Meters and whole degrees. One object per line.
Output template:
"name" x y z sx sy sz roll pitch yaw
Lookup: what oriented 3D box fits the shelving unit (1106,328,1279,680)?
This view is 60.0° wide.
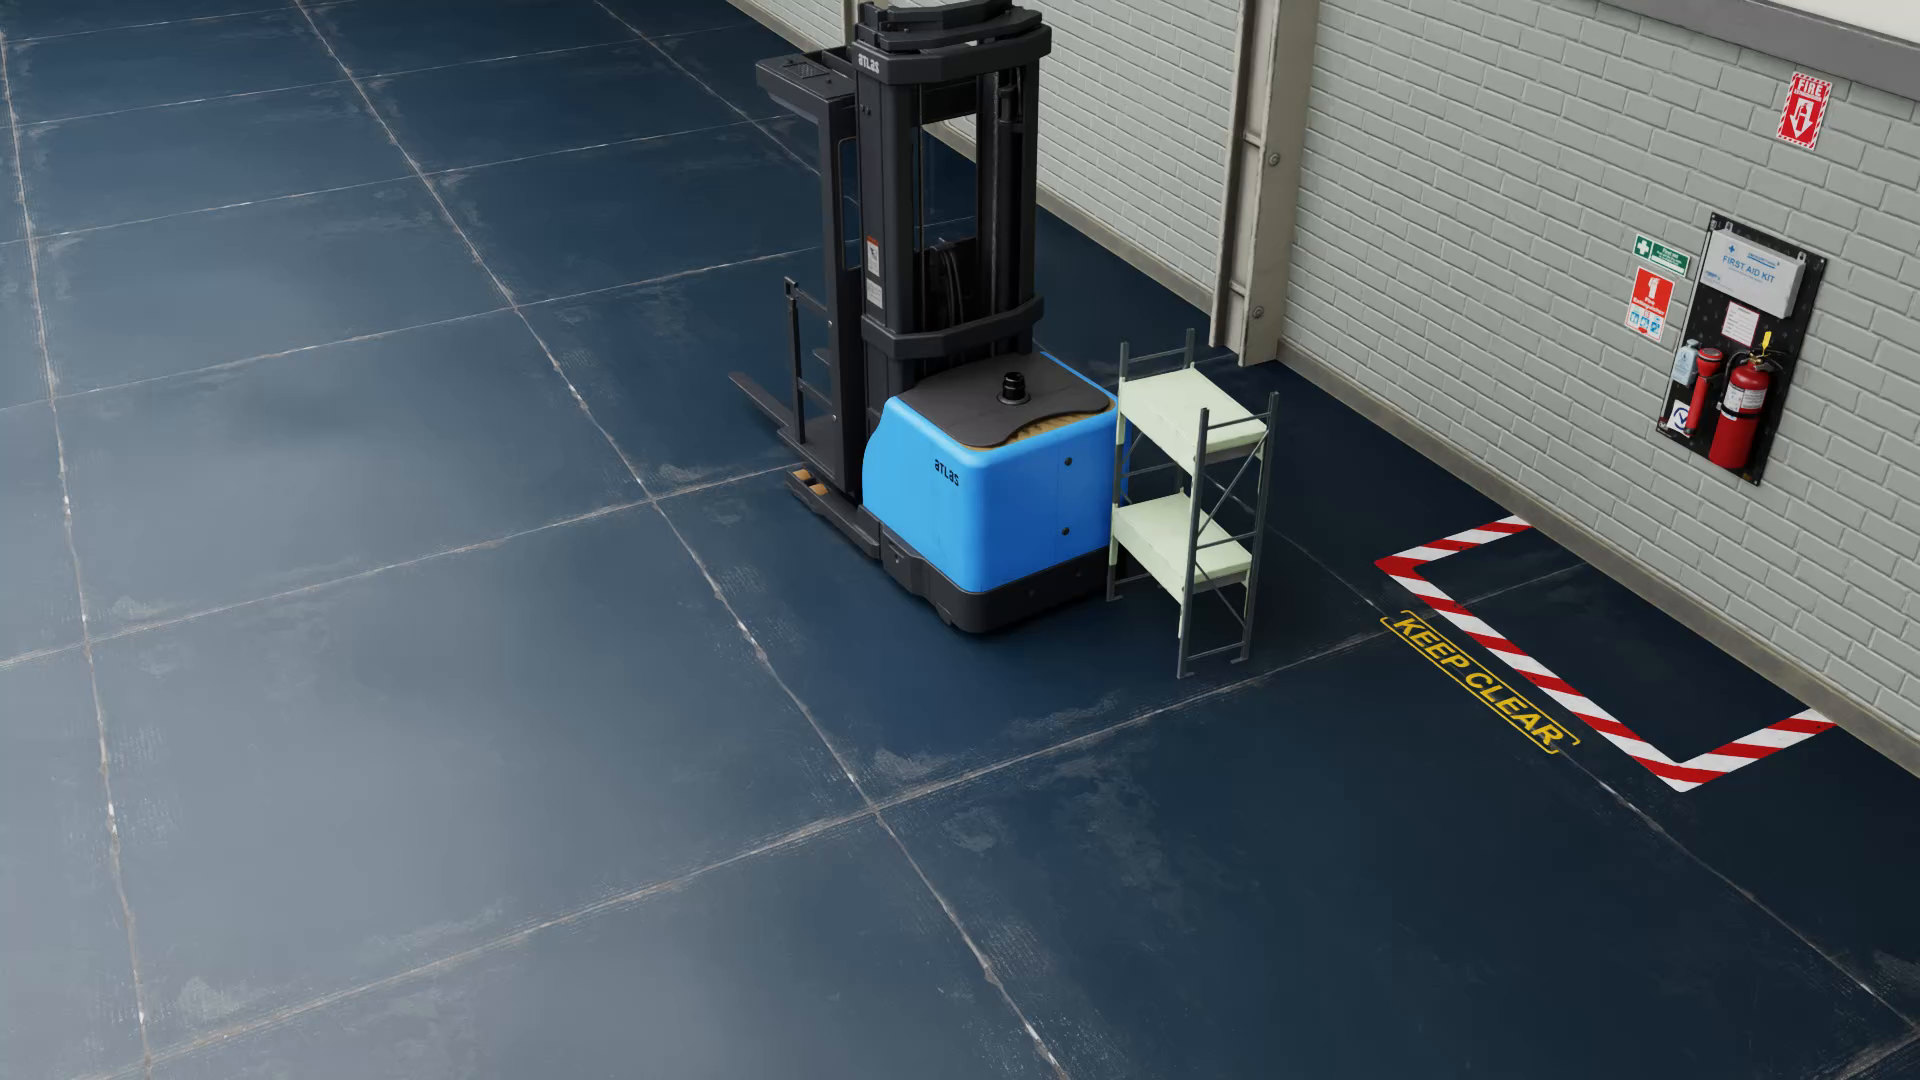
"shelving unit" 1.108 -0.173 8.148 0.431 1.500 0.755 -14 35 -20

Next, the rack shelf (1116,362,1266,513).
"rack shelf" 1.108 -0.501 7.938 0.431 0.370 0.720 -14 35 -20

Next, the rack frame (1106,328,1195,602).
"rack frame" 0.958 -0.353 8.429 0.400 1.500 0.023 -14 35 -20

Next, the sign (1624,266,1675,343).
"sign" 3.436 -1.176 8.290 0.001 0.329 0.234 -16 36 -23

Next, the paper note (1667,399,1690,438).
"paper note" 3.581 -0.602 8.244 0.016 0.148 0.142 -16 36 -23

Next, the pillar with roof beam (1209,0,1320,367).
"pillar with roof beam" -1.885 -3.989 7.152 9.100 9.000 0.400 -16 36 -23

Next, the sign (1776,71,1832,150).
"sign" 3.687 -1.876 7.267 0.001 0.298 0.199 -16 36 -23

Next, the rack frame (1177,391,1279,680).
"rack frame" 1.258 0.007 7.867 0.400 1.500 0.023 -14 35 -20

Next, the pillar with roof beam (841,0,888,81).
"pillar with roof beam" -4.683 -6.852 11.622 9.100 9.000 0.400 -16 36 -23

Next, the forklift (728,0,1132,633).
"forklift" -0.349 -1.517 8.920 1.130 2.935 3.031 -20 38 -28

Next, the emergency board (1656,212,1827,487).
"emergency board" 3.602 -0.871 7.847 0.194 1.169 0.643 -16 36 -23

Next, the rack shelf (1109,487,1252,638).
"rack shelf" 1.108 0.102 8.324 0.431 0.370 0.720 -14 35 -20

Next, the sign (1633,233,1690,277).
"sign" 3.430 -1.394 8.140 0.001 0.109 0.331 -16 36 -23
